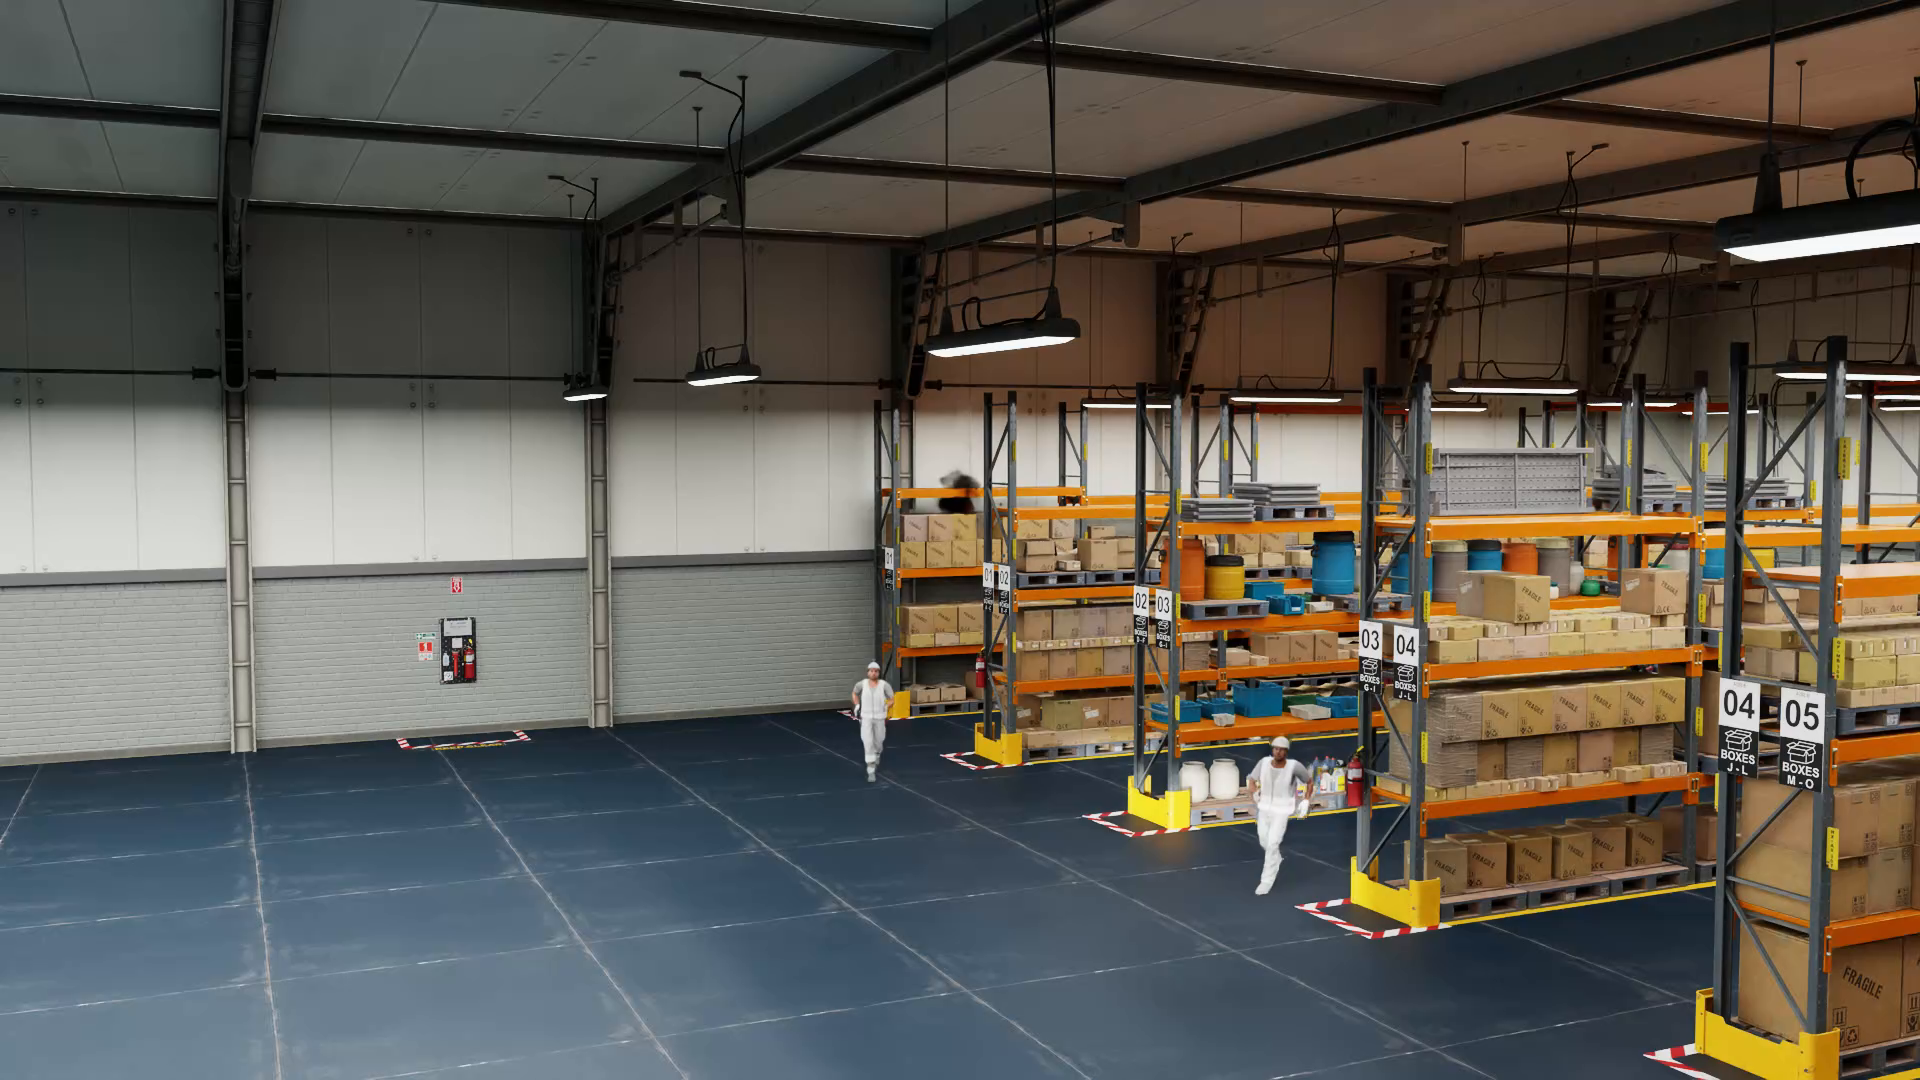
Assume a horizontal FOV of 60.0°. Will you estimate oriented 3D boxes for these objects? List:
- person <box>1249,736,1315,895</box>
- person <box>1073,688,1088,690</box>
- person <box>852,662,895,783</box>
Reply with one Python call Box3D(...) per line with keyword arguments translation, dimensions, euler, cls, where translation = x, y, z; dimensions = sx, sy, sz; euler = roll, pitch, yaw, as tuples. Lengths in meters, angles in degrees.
Box3D(translation=(3.707, 3.154, 19.306), dimensions=(0.735, 1.791, 0.876), euler=(2, 4, 34), cls="person")
Box3D(translation=(2.232, 2.283, 29.899), dimensions=(0.774, 1.719, 0.608), euler=(-1, 3, -18), cls="person")
Box3D(translation=(-1.338, 2.775, 25.668), dimensions=(0.656, 1.792, 0.980), euler=(0, 3, -3), cls="person")
